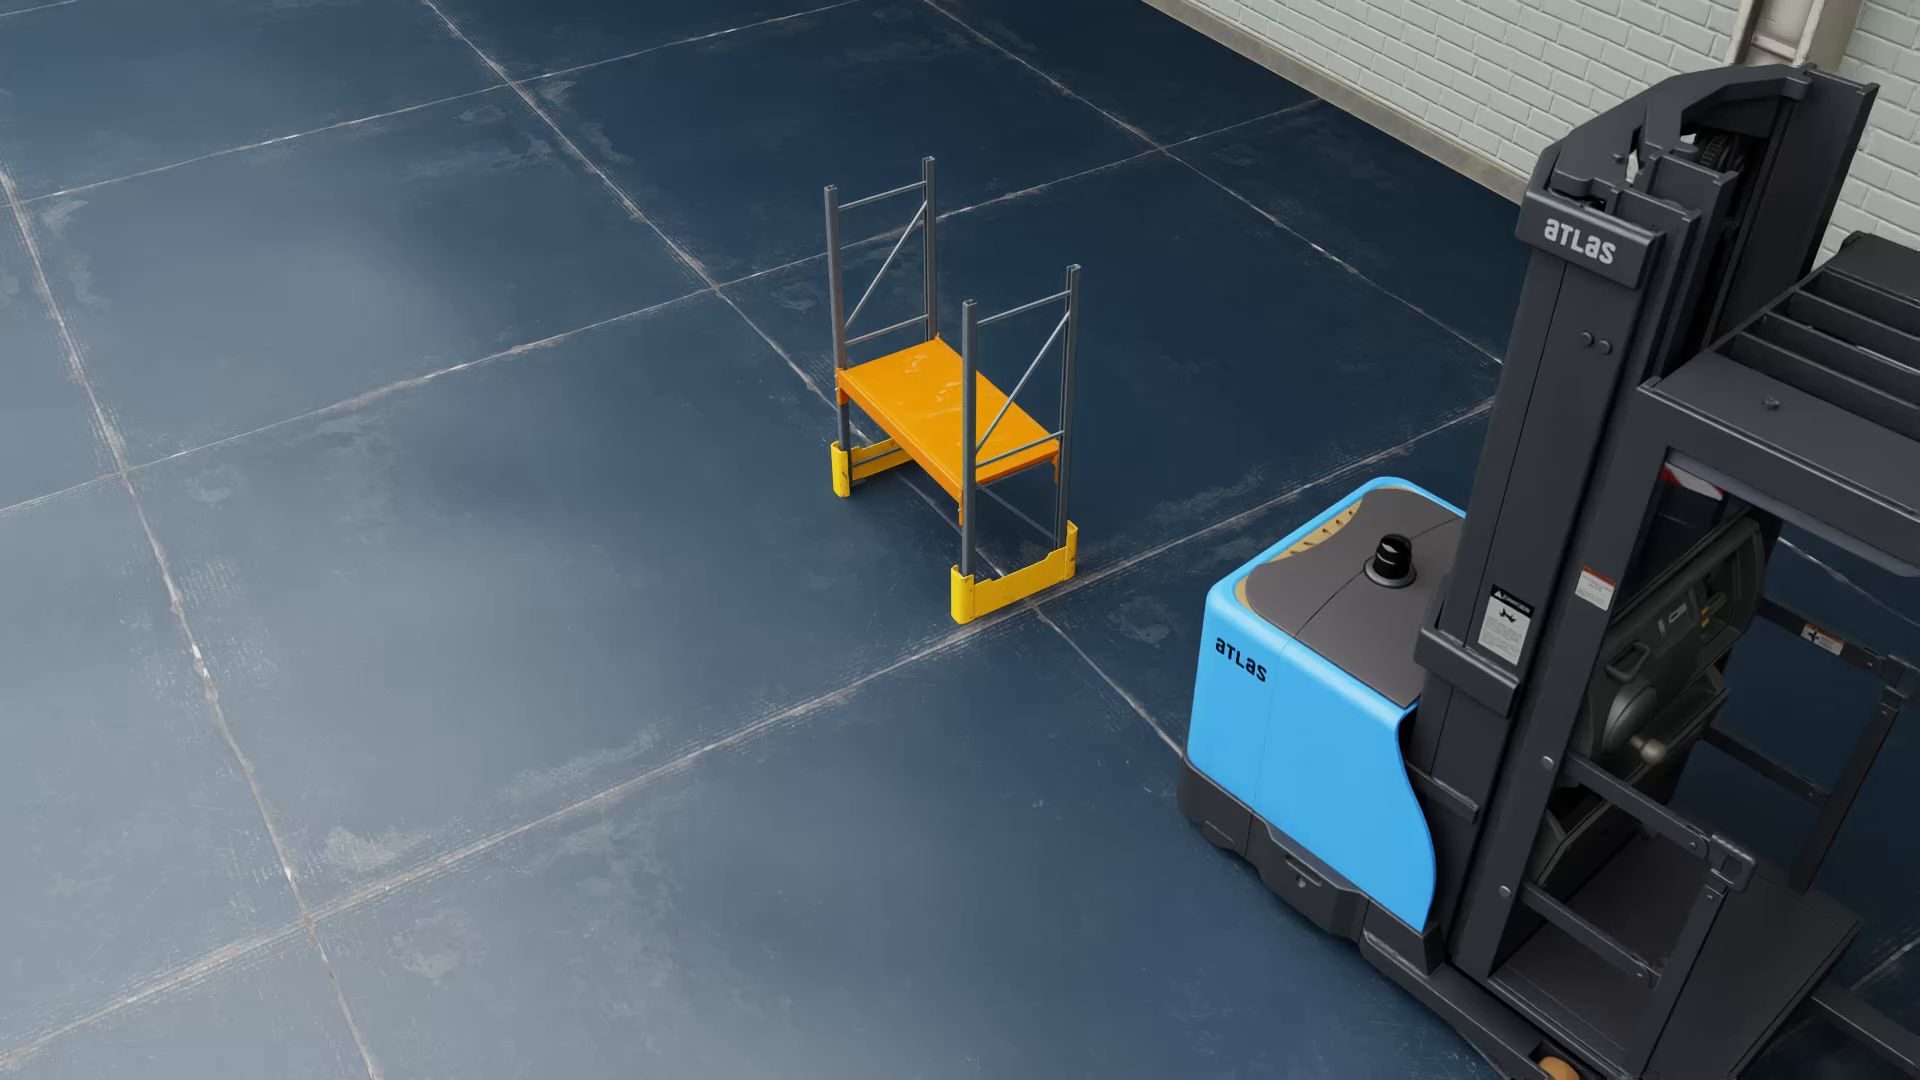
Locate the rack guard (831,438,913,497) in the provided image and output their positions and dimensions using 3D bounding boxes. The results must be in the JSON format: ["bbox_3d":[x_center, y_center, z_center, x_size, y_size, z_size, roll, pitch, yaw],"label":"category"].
[{"bbox_3d":[-0.309,-0.406,7.542,0.587,0.250,0.087,-22,45,-24],"label":"rack guard"}]

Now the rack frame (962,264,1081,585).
[{"bbox_3d":[0.227,-0.348,6.496,0.500,1.500,0.032,-22,45,-24],"label":"rack frame"}]

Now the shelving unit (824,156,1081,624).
[{"bbox_3d":[-0.041,-0.617,6.819,0.587,1.500,1.083,-22,45,-24],"label":"shelving unit"}]

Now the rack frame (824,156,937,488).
[{"bbox_3d":[-0.319,-0.897,7.154,0.500,1.500,0.032,-22,45,-24],"label":"rack frame"}]

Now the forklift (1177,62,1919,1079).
[{"bbox_3d":[2.145,0.356,4.534,1.130,2.935,3.031,-30,48,-31],"label":"forklift"}]

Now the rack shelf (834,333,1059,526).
[{"bbox_3d":[-0.046,-0.484,6.940,0.538,0.185,1.000,-22,45,-24],"label":"rack shelf"}]

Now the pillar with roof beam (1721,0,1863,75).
[{"bbox_3d":[0.203,-3.141,3.990,9.100,9.000,0.400,-22,45,-24],"label":"pillar with roof beam"}]

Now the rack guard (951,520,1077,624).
[{"bbox_3d":[0.227,0.132,6.897,0.587,0.250,0.087,-22,45,-24],"label":"rack guard"}]
